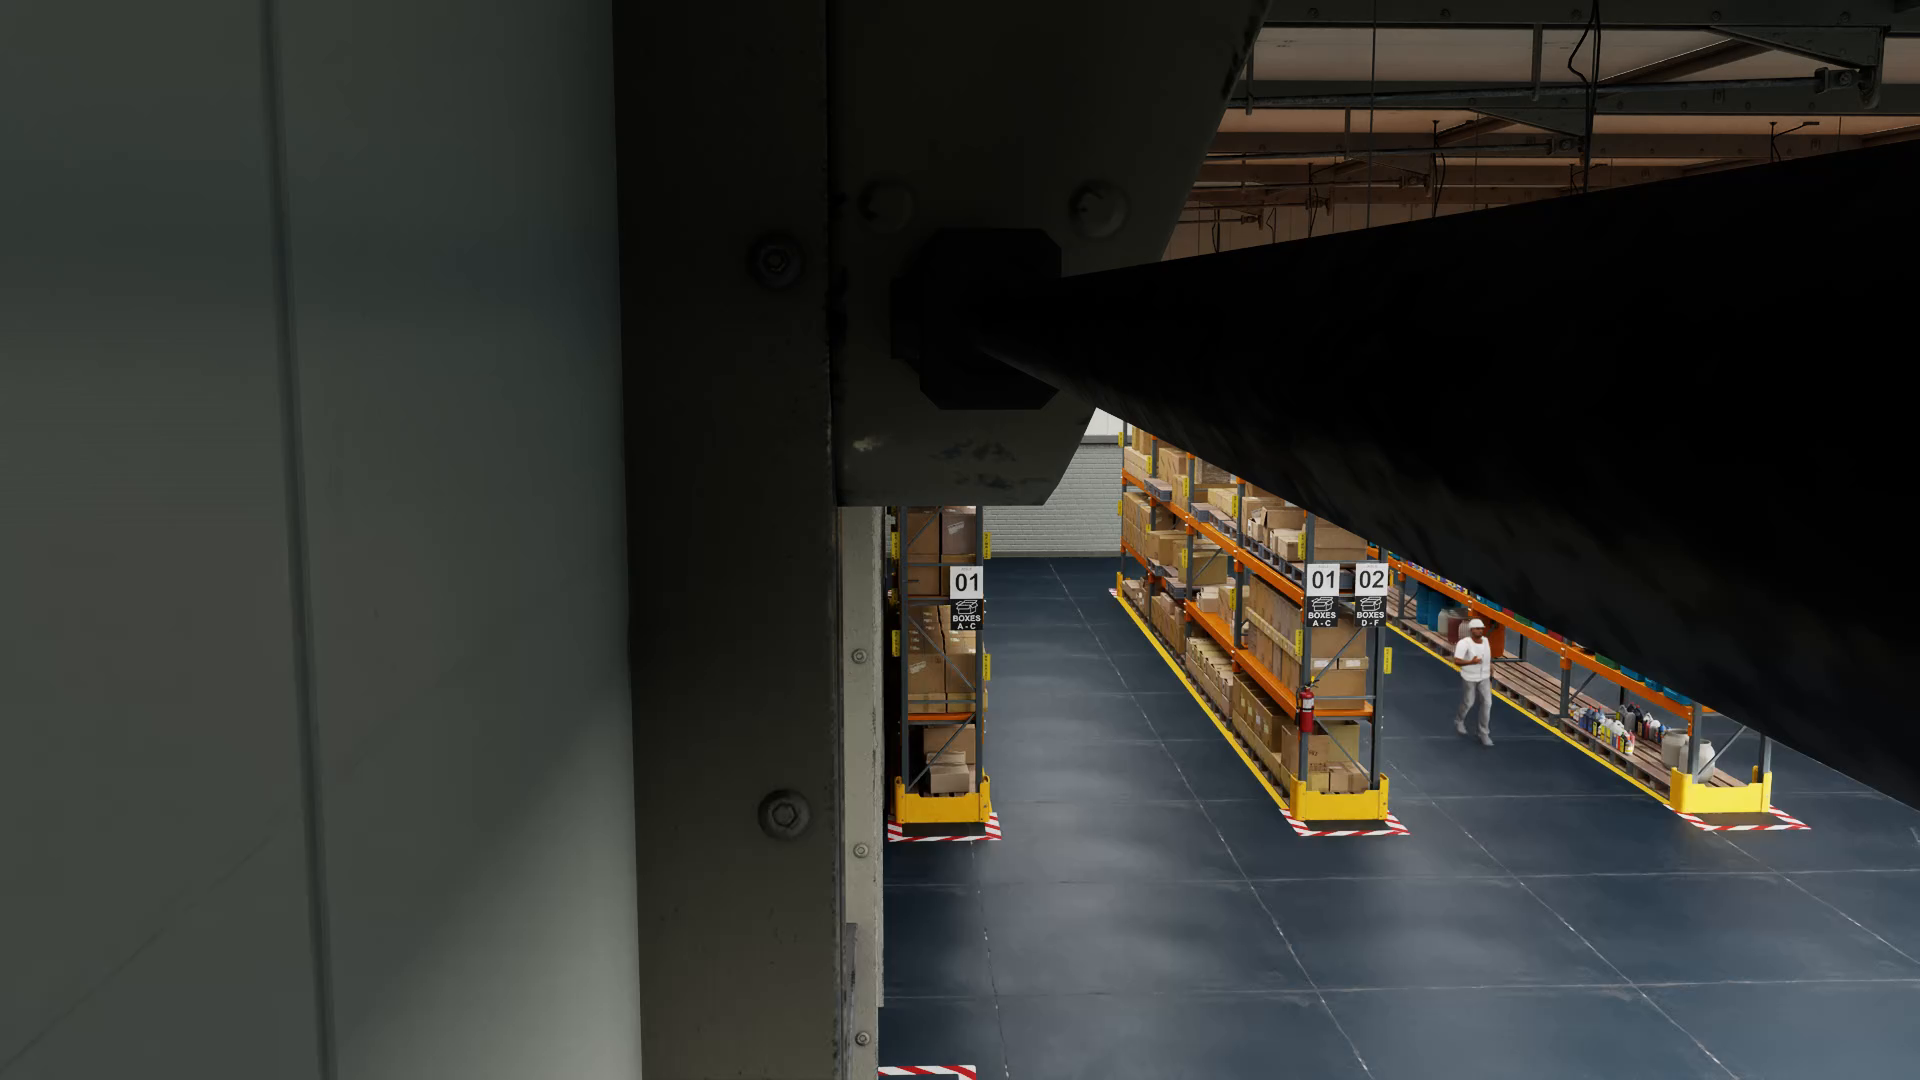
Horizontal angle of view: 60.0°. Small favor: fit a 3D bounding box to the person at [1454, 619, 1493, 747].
[{"bbox_3d":[7.508,2.042,24.252,0.684,1.809,0.802,-2,8,-12],"label":"person"}]
